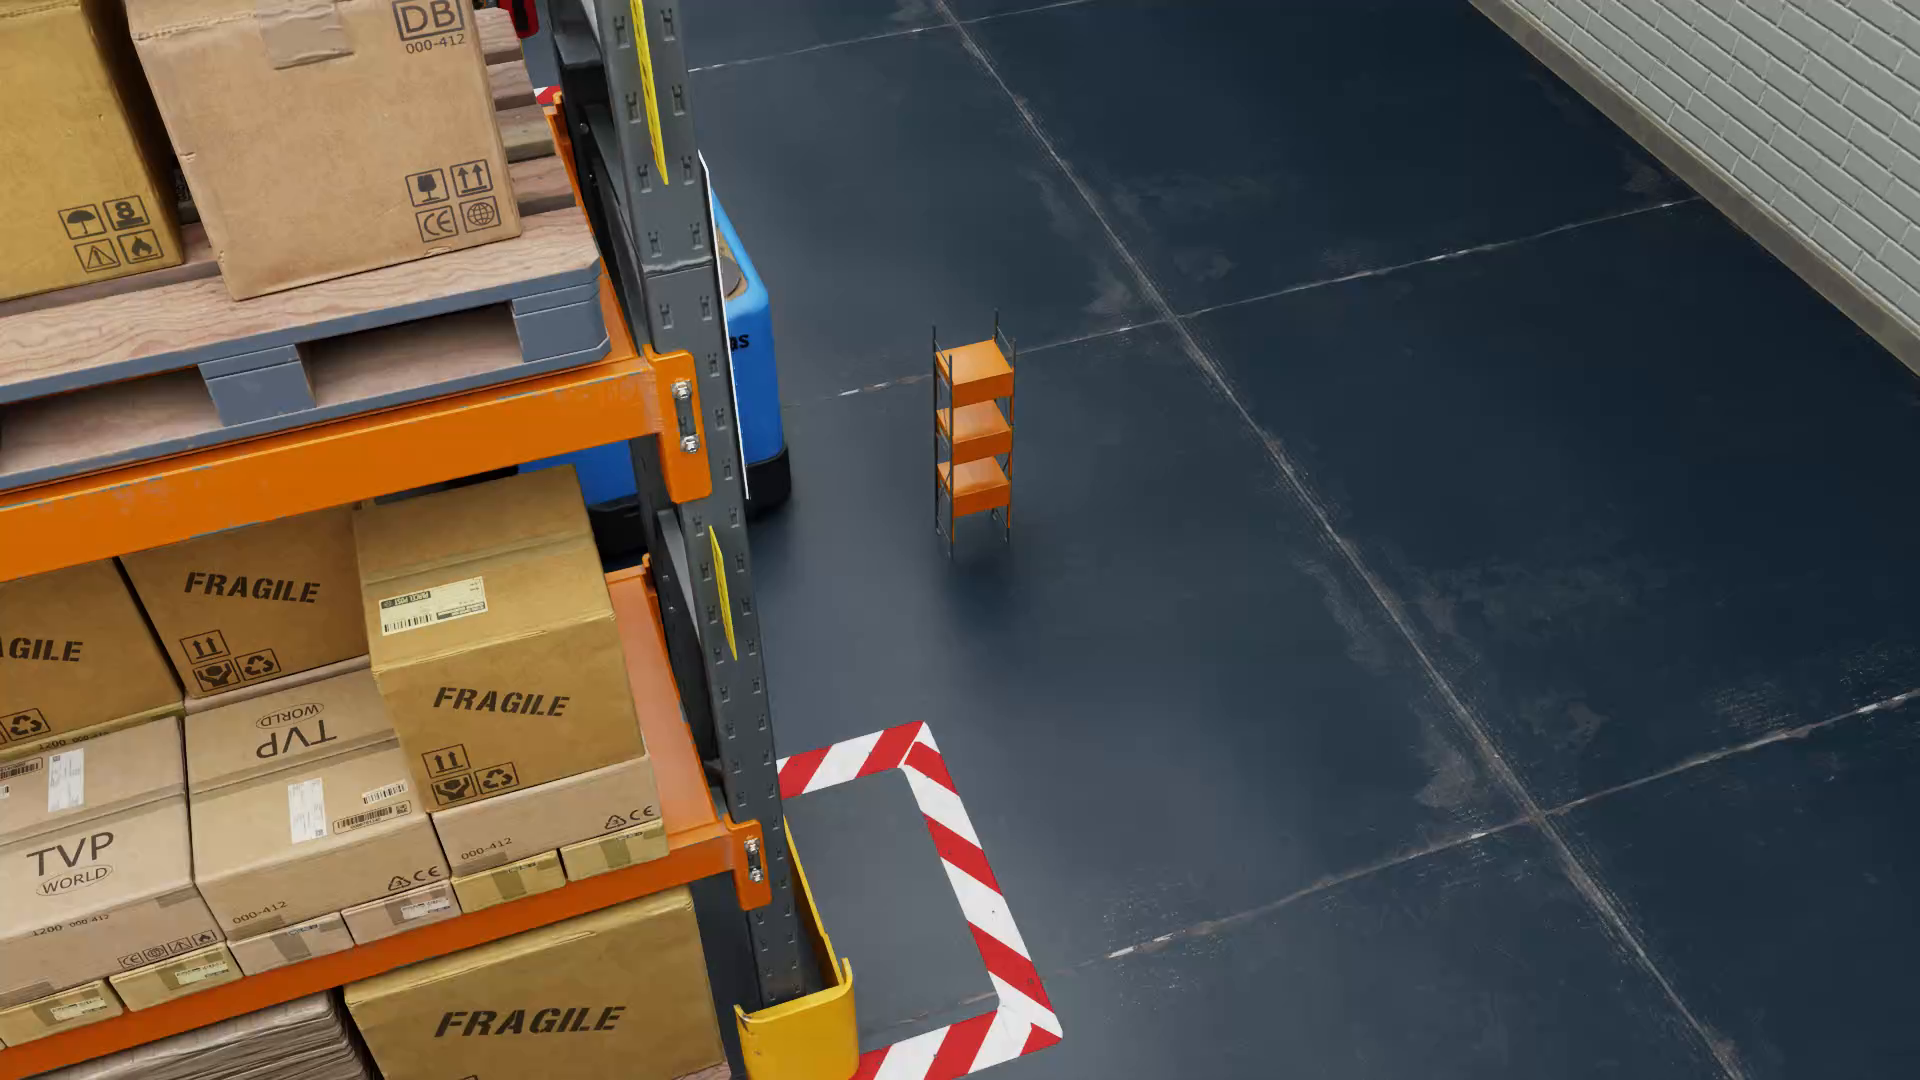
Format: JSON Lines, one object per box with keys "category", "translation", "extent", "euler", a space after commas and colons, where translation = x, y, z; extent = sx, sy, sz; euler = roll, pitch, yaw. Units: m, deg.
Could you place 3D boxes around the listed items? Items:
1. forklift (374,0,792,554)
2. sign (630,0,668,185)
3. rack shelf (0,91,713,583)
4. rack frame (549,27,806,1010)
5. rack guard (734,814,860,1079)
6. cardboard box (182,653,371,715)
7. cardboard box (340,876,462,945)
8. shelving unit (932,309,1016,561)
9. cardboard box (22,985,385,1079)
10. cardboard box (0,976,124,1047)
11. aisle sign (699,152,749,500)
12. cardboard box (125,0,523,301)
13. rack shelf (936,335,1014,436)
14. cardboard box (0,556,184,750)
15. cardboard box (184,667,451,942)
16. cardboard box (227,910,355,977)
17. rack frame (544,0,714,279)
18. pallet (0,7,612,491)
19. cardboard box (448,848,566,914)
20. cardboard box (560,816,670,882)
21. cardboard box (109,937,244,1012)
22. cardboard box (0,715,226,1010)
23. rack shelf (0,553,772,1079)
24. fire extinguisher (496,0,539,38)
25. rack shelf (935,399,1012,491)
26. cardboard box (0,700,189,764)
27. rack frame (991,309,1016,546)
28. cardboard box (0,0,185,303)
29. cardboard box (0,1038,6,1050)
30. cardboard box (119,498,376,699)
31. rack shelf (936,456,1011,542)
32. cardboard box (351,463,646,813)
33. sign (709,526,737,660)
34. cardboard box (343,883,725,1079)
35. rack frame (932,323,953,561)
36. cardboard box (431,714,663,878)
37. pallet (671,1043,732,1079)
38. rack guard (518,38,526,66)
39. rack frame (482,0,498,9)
{"category": "forklift", "translation": [-2.264, -1.101, 5.778], "extent": [3.031, 2.935, 1.130], "euler": [-16, 47, -15]}
{"category": "sign", "translation": [-0.503, -0.736, 2.679], "extent": [0.005, 0.325, 0.100], "euler": [-14, 47, -14]}
{"category": "rack shelf", "translation": [-2.556, -0.082, 3.104], "extent": [4.000, 0.370, 1.077], "euler": [-14, 47, -14]}
{"category": "rack frame", "translation": [-0.674, 0.242, 4.391], "extent": [0.127, 3.000, 1.000], "euler": [-14, 47, -14]}
{"category": "rack guard", "translation": [-0.652, 1.119, 5.282], "extent": [0.348, 0.500, 1.175], "euler": [-14, 47, -14]}
{"category": "cardboard box", "translation": [-1.704, 0.255, 4.274], "extent": [0.500, 0.250, 0.500], "euler": [-15, 47, -14]}
{"category": "cardboard box", "translation": [-1.379, 0.760, 4.053], "extent": [0.250, 0.149, 0.380], "euler": [-14, 47, -14]}
{"category": "shelving unit", "translation": [0.050, -0.383, 6.391], "extent": [0.252, 1.050, 0.215], "euler": [-14, 47, -14]}
{"category": "cardboard box", "translation": [-2.105, 1.270, 4.570], "extent": [0.875, 0.875, 0.875], "euler": [-14, 47, -14]}
{"category": "cardboard box", "translation": [-2.102, 0.945, 3.867], "extent": [0.250, 0.149, 0.380], "euler": [-14, 47, -14]}
{"category": "aisle sign", "translation": [-0.505, -0.493, 3.288], "extent": [0.004, 0.787, 0.394], "euler": [-14, 47, -14]}
{"category": "cardboard box", "translation": [-1.145, -0.875, 2.949], "extent": [0.500, 0.500, 0.700], "euler": [-17, 48, -16]}
{"category": "rack shelf", "translation": [0.050, -0.576, 6.197], "extent": [0.240, 0.259, 0.215], "euler": [-14, 47, -14]}
{"category": "cardboard box", "translation": [-2.173, 0.110, 3.889], "extent": [0.500, 0.500, 0.500], "euler": [-16, 47, -15]}
{"category": "cardboard box", "translation": [-1.518, 0.605, 3.925], "extent": [0.500, 0.250, 0.500], "euler": [-15, 47, -15]}
{"category": "cardboard box", "translation": [-1.614, 0.819, 3.993], "extent": [0.250, 0.149, 0.380], "euler": [-14, 47, -13]}
{"category": "rack frame", "translation": [-0.674, -1.875, 2.266], "extent": [0.127, 3.000, 1.000], "euler": [-14, 47, -14]}
{"category": "pallet", "translation": [-1.369, -0.600, 3.175], "extent": [1.213, 0.211, 1.003], "euler": [-14, 47, -14]}
{"category": "cardboard box", "translation": [-1.142, 0.700, 4.112], "extent": [0.250, 0.149, 0.380], "euler": [-14, 47, -13]}
{"category": "cardboard box", "translation": [-0.898, 0.636, 4.176], "extent": [0.250, 0.149, 0.380], "euler": [-14, 47, -13]}
{"category": "cardboard box", "translation": [-1.858, 0.883, 3.930], "extent": [0.250, 0.149, 0.380], "euler": [-15, 47, -15]}
{"category": "cardboard box", "translation": [-1.996, 0.728, 3.803], "extent": [0.500, 0.250, 0.500], "euler": [-16, 47, -15]}
{"category": "rack shelf", "translation": [-2.556, 0.977, 4.166], "extent": [4.000, 0.370, 1.077], "euler": [-14, 47, -14]}
{"category": "fire extinguisher", "translation": [-2.060, -2.632, 7.573], "extent": [0.183, 0.674, 0.296], "euler": [-14, 47, -14]}
{"category": "rack shelf", "translation": [0.050, -0.376, 6.398], "extent": [0.240, 0.259, 0.215], "euler": [-14, 47, -14]}
{"category": "cardboard box", "translation": [-2.178, 0.374, 4.156], "extent": [0.500, 0.250, 0.500], "euler": [-16, 47, -15]}
{"category": "rack frame", "translation": [0.165, -0.413, 6.420], "extent": [0.008, 1.050, 0.200], "euler": [-14, 47, -14]}
{"category": "cardboard box", "translation": [-1.716, -0.820, 2.894], "extent": [0.500, 0.500, 0.700], "euler": [-16, 47, -15]}
{"category": "cardboard box", "translation": [-2.335, 1.003, 3.810], "extent": [0.250, 0.149, 0.380], "euler": [-13, 47, -13]}
{"category": "cardboard box", "translation": [-1.688, -0.019, 4.017], "extent": [0.500, 0.500, 0.500], "euler": [-15, 47, -15]}
{"category": "rack shelf", "translation": [0.050, -0.180, 6.595], "extent": [0.240, 0.259, 0.215], "euler": [-14, 47, -14]}
{"category": "cardboard box", "translation": [-1.043, 0.218, 3.782], "extent": [0.500, 0.500, 0.500], "euler": [-14, 47, -13]}
{"category": "sign", "translation": [-0.503, 0.115, 3.533], "extent": [0.005, 0.325, 0.100], "euler": [-14, 47, -14]}
{"category": "cardboard box", "translation": [-1.249, 1.051, 4.788], "extent": [0.875, 0.875, 0.875], "euler": [-14, 47, -14]}
{"category": "rack frame", "translation": [-0.064, -0.354, 6.362], "extent": [0.008, 1.050, 0.200], "euler": [-14, 47, -14]}
{"category": "cardboard box", "translation": [-1.040, 0.484, 4.046], "extent": [0.500, 0.250, 0.500], "euler": [-15, 47, -14]}
{"category": "pallet", "translation": [-1.400, 1.471, 5.135], "extent": [1.213, 0.211, 1.003], "euler": [-14, 47, -14]}
{"category": "rack guard", "translation": [-2.338, -2.189, 8.579], "extent": [0.348, 0.500, 1.175], "euler": [-14, 47, -14]}
{"category": "rack frame", "translation": [-2.356, -3.057, 7.679], "extent": [0.127, 3.000, 1.000], "euler": [-14, 47, -14]}
